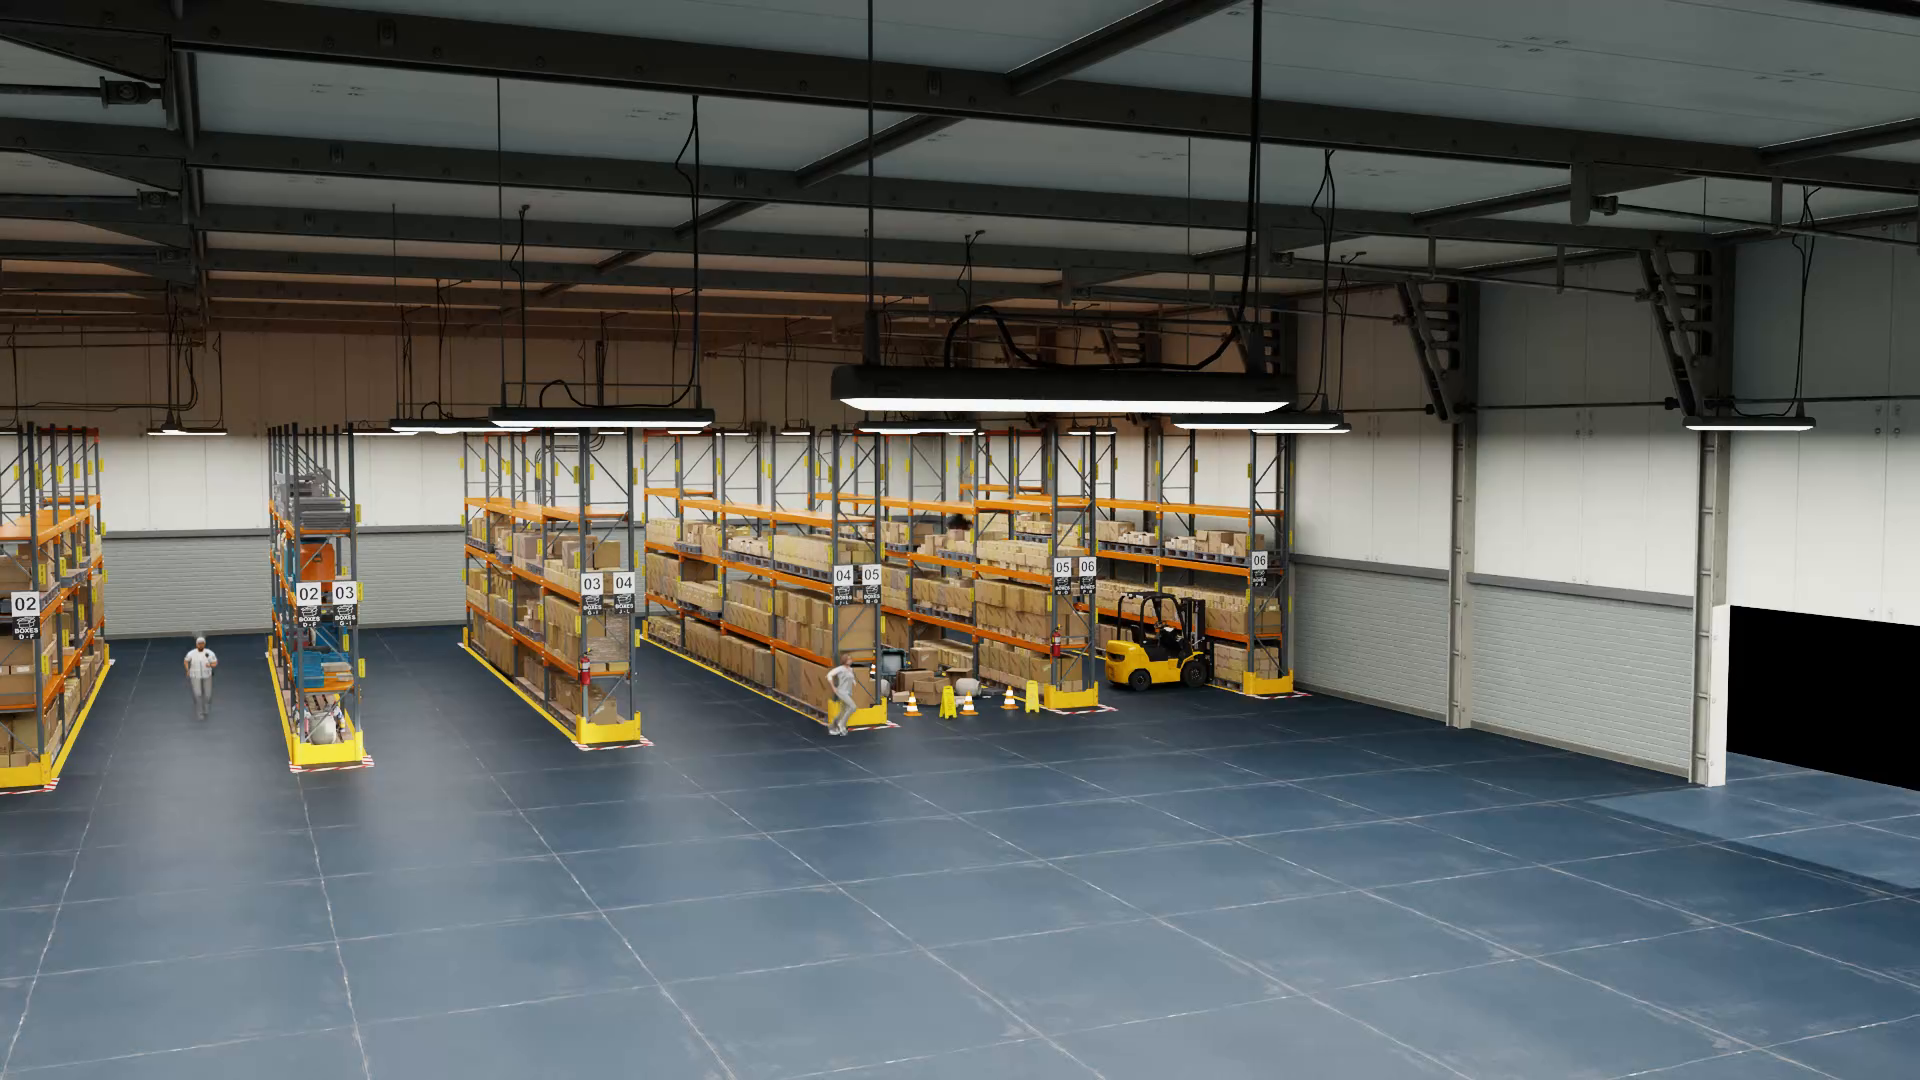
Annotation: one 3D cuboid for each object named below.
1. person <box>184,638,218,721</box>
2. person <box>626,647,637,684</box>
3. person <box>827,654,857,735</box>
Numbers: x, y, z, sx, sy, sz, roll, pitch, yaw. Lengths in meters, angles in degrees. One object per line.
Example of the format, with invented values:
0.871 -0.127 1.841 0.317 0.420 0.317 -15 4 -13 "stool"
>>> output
-15.493 2.810 33.969 0.615 1.643 0.918 -2 4 -29 "person"
-7.778 2.580 38.881 0.537 1.557 0.546 -2 4 -35 "person"
-2.228 2.972 32.017 0.635 1.530 0.541 1 4 23 "person"
